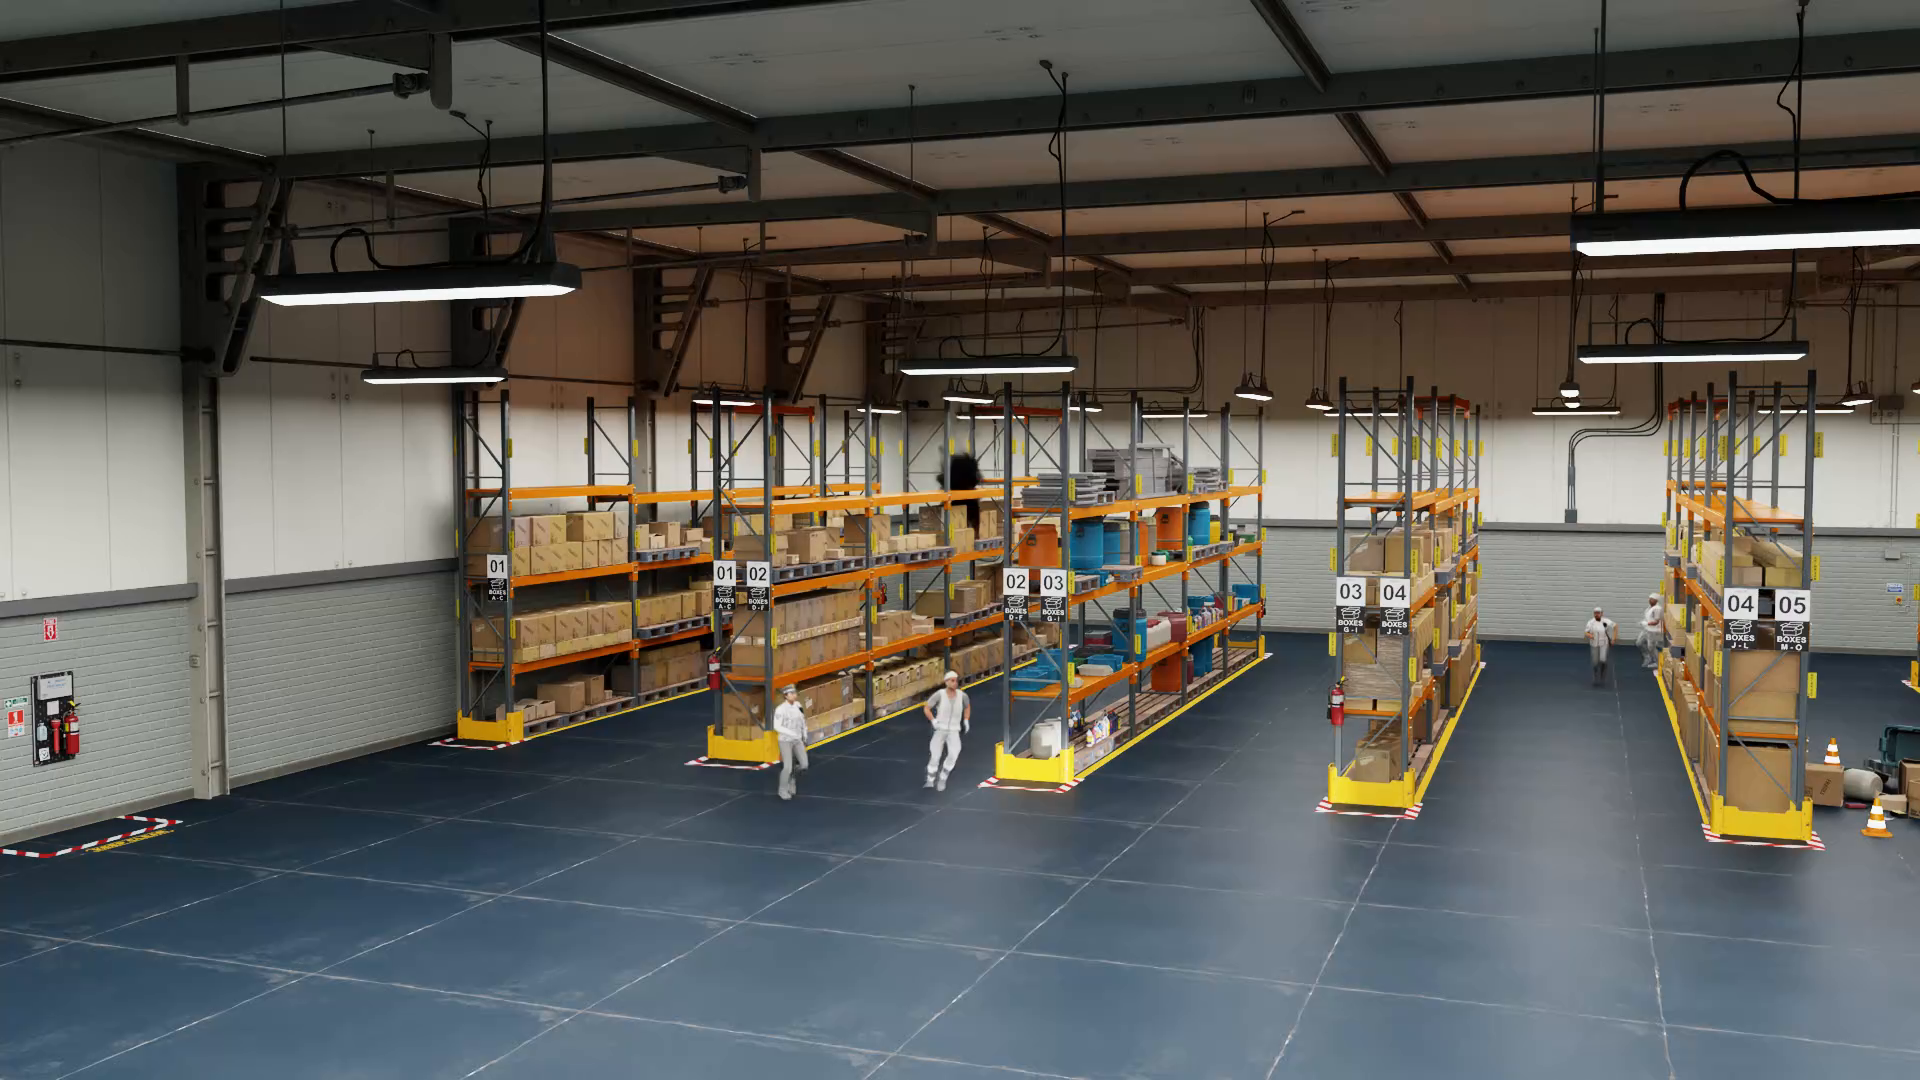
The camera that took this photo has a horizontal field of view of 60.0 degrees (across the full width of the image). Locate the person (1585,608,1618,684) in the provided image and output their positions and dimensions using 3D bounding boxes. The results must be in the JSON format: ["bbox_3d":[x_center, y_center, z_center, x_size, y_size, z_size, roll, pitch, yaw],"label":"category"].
[{"bbox_3d":[13.534,2.232,35.148,0.617,1.618,0.807,2,4,32],"label":"person"}]

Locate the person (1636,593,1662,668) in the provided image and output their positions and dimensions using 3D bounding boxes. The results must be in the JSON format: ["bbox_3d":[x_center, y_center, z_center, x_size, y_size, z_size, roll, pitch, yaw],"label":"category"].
[{"bbox_3d":[15.654,2.058,37.640,0.631,1.758,0.675,0,3,-3],"label":"person"}]

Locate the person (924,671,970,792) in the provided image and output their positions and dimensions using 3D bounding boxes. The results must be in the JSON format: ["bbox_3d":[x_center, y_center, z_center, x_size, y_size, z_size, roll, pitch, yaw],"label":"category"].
[{"bbox_3d":[-0.167,2.792,24.294,0.722,1.752,0.629,-1,3,-10],"label":"person"}]

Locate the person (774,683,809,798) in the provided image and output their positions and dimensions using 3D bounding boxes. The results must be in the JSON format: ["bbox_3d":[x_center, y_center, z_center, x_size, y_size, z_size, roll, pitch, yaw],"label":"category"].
[{"bbox_3d":[-2.362,2.860,23.677,0.653,1.657,0.577,-3,4,-43],"label":"person"}]
